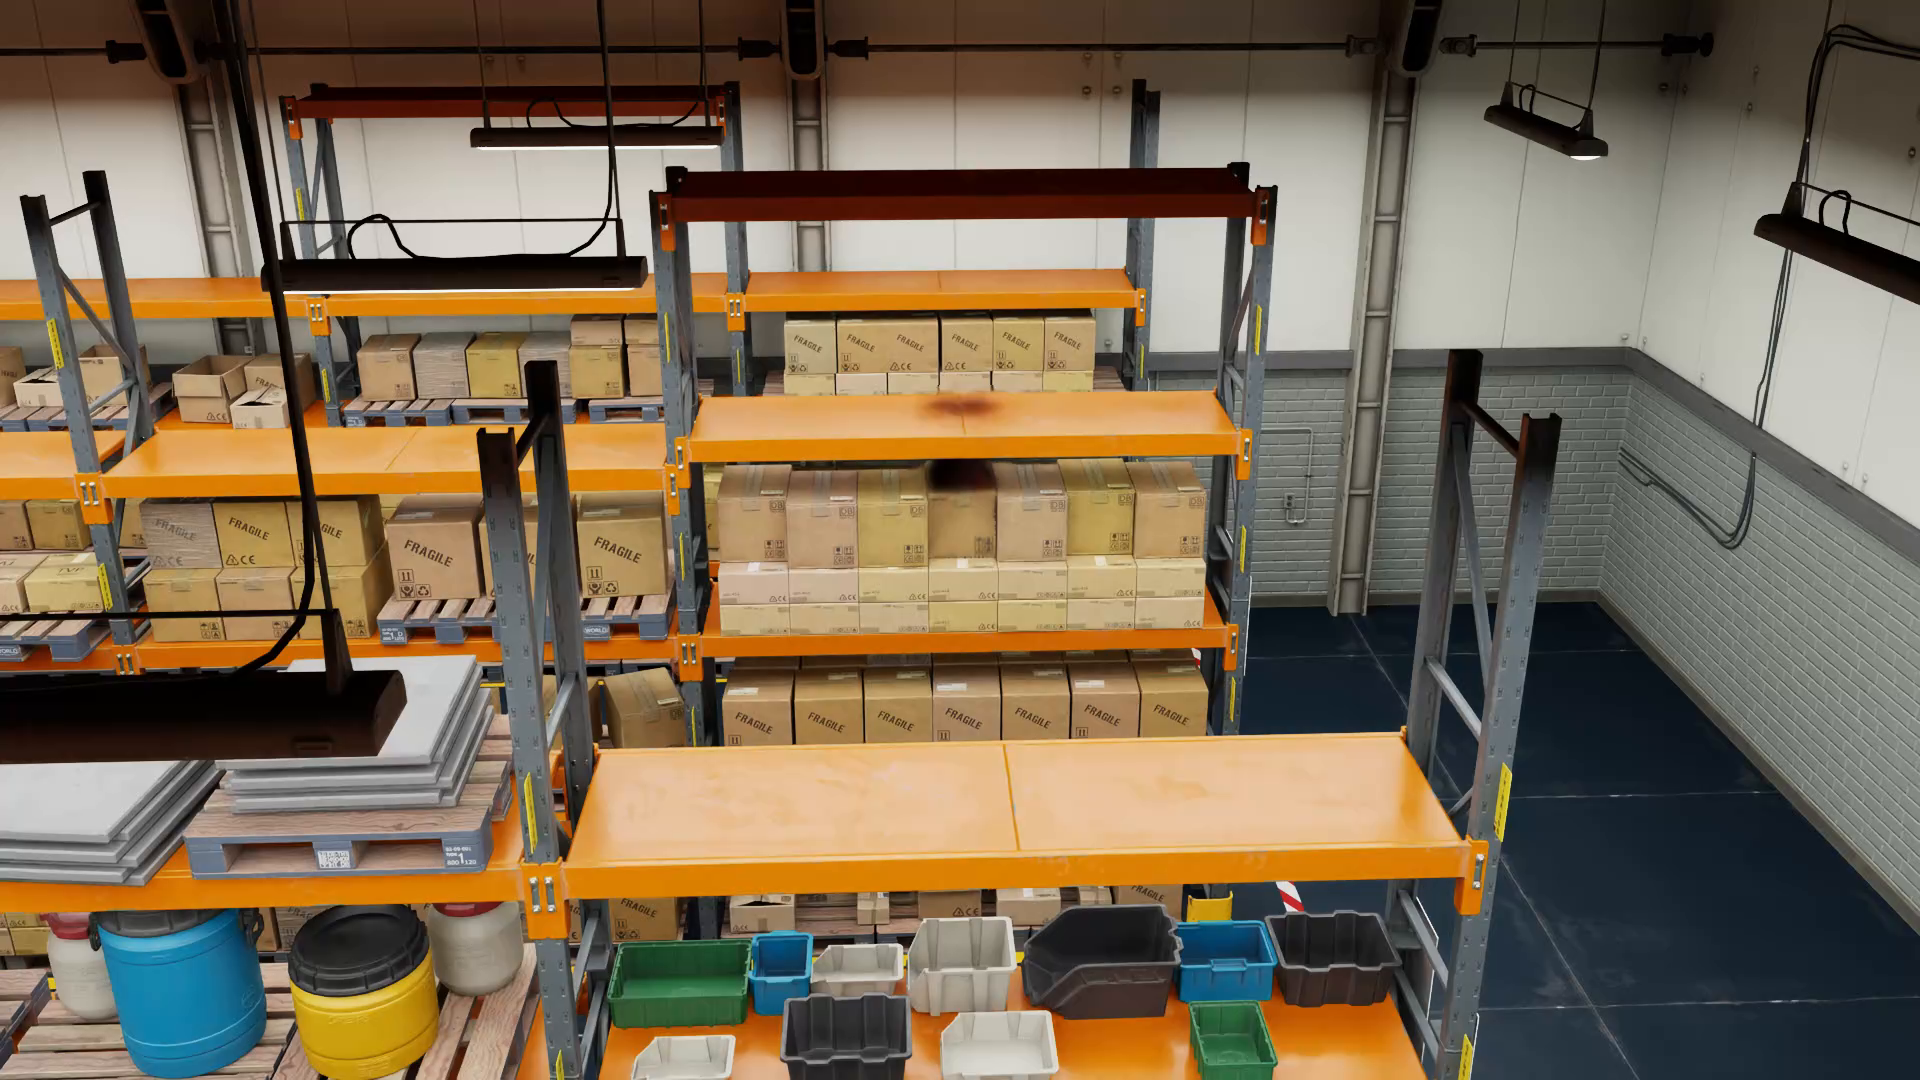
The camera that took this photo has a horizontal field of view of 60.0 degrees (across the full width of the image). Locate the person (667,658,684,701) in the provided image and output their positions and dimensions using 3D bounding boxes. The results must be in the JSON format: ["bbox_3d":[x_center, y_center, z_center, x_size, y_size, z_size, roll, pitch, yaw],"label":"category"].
[{"bbox_3d":[-2.409,1.731,14.599,0.600,1.729,0.380,3,22,7],"label":"person"}]
